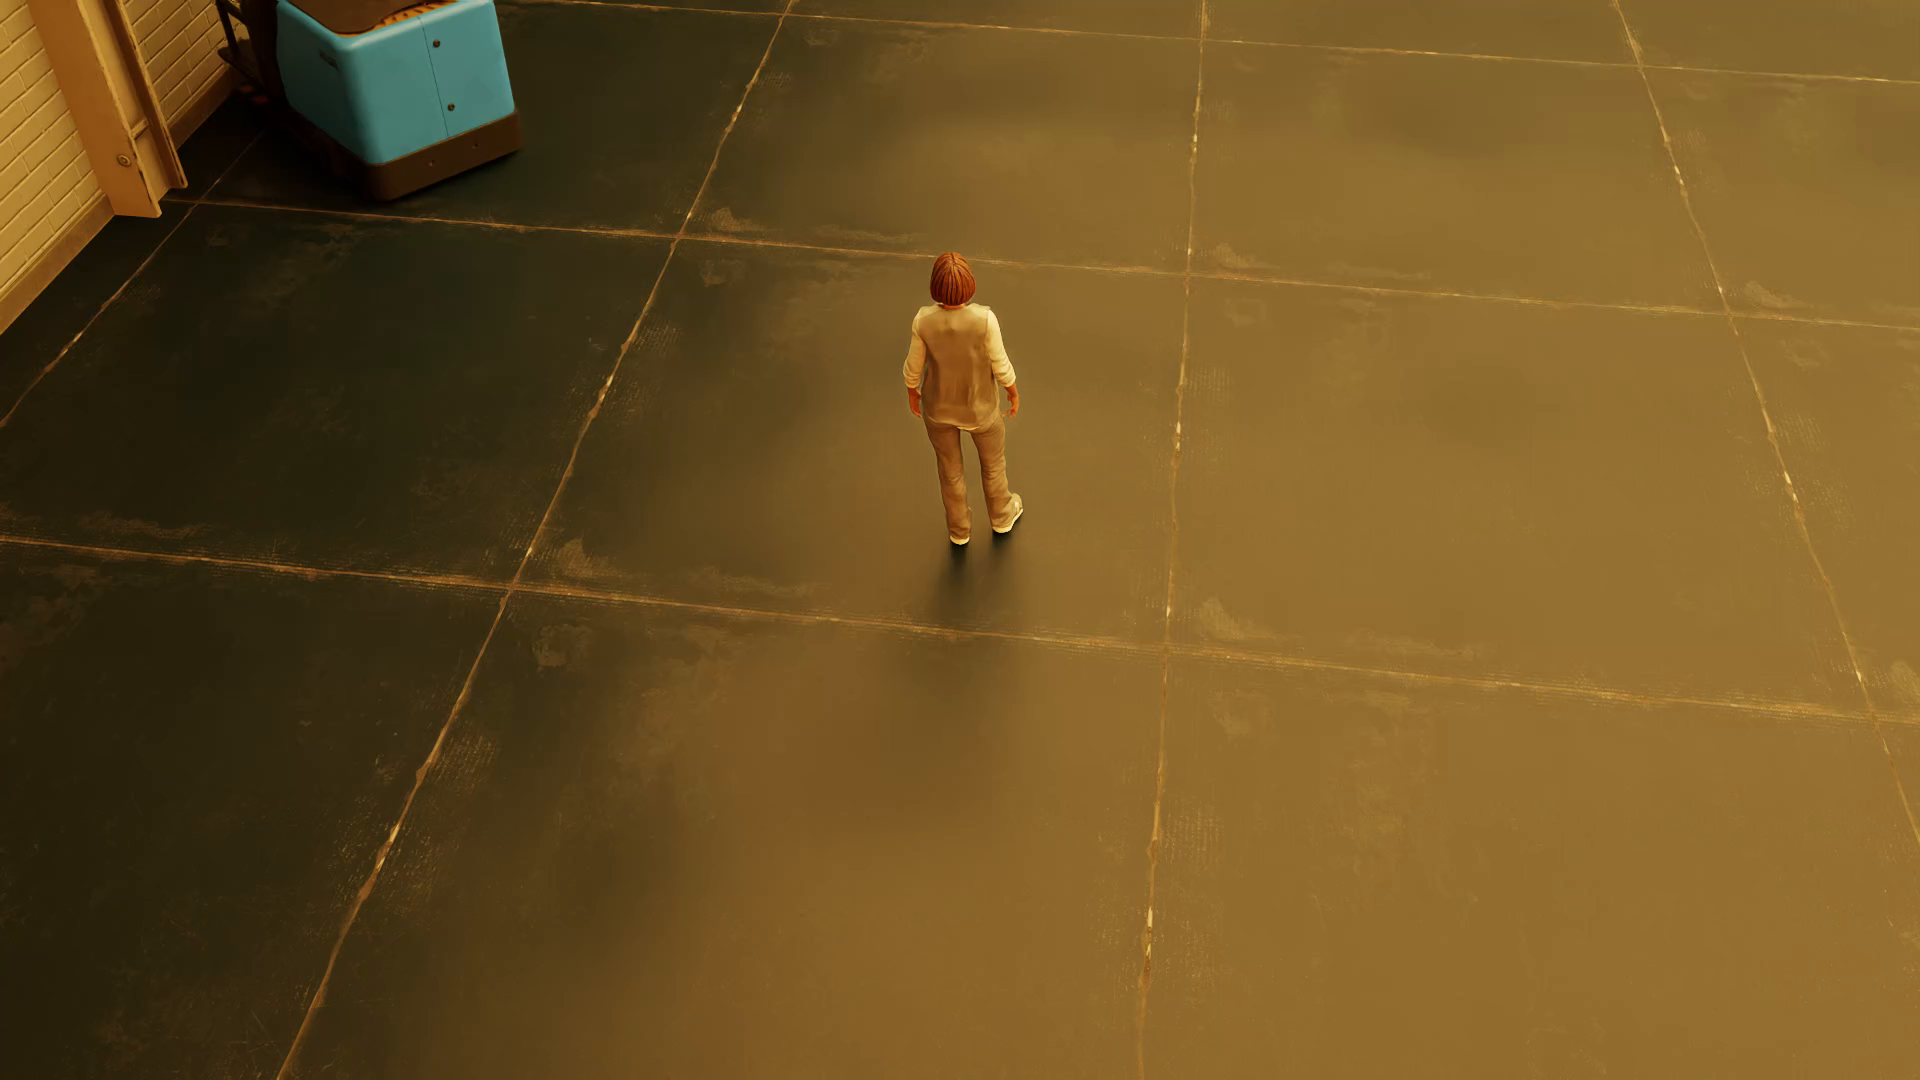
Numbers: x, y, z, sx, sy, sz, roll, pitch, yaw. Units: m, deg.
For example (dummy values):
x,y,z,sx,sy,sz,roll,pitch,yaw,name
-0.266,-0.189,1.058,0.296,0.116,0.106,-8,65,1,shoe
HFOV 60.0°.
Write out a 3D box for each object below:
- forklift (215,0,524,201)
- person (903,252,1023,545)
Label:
x,y,z,sx,sy,sz,roll,pitch,yaw,name
-4.129,-4.027,10.108,1.130,2.935,3.031,-32,52,-30,forklift
0.024,-0.642,7.398,0.520,1.597,0.475,5,43,6,person
